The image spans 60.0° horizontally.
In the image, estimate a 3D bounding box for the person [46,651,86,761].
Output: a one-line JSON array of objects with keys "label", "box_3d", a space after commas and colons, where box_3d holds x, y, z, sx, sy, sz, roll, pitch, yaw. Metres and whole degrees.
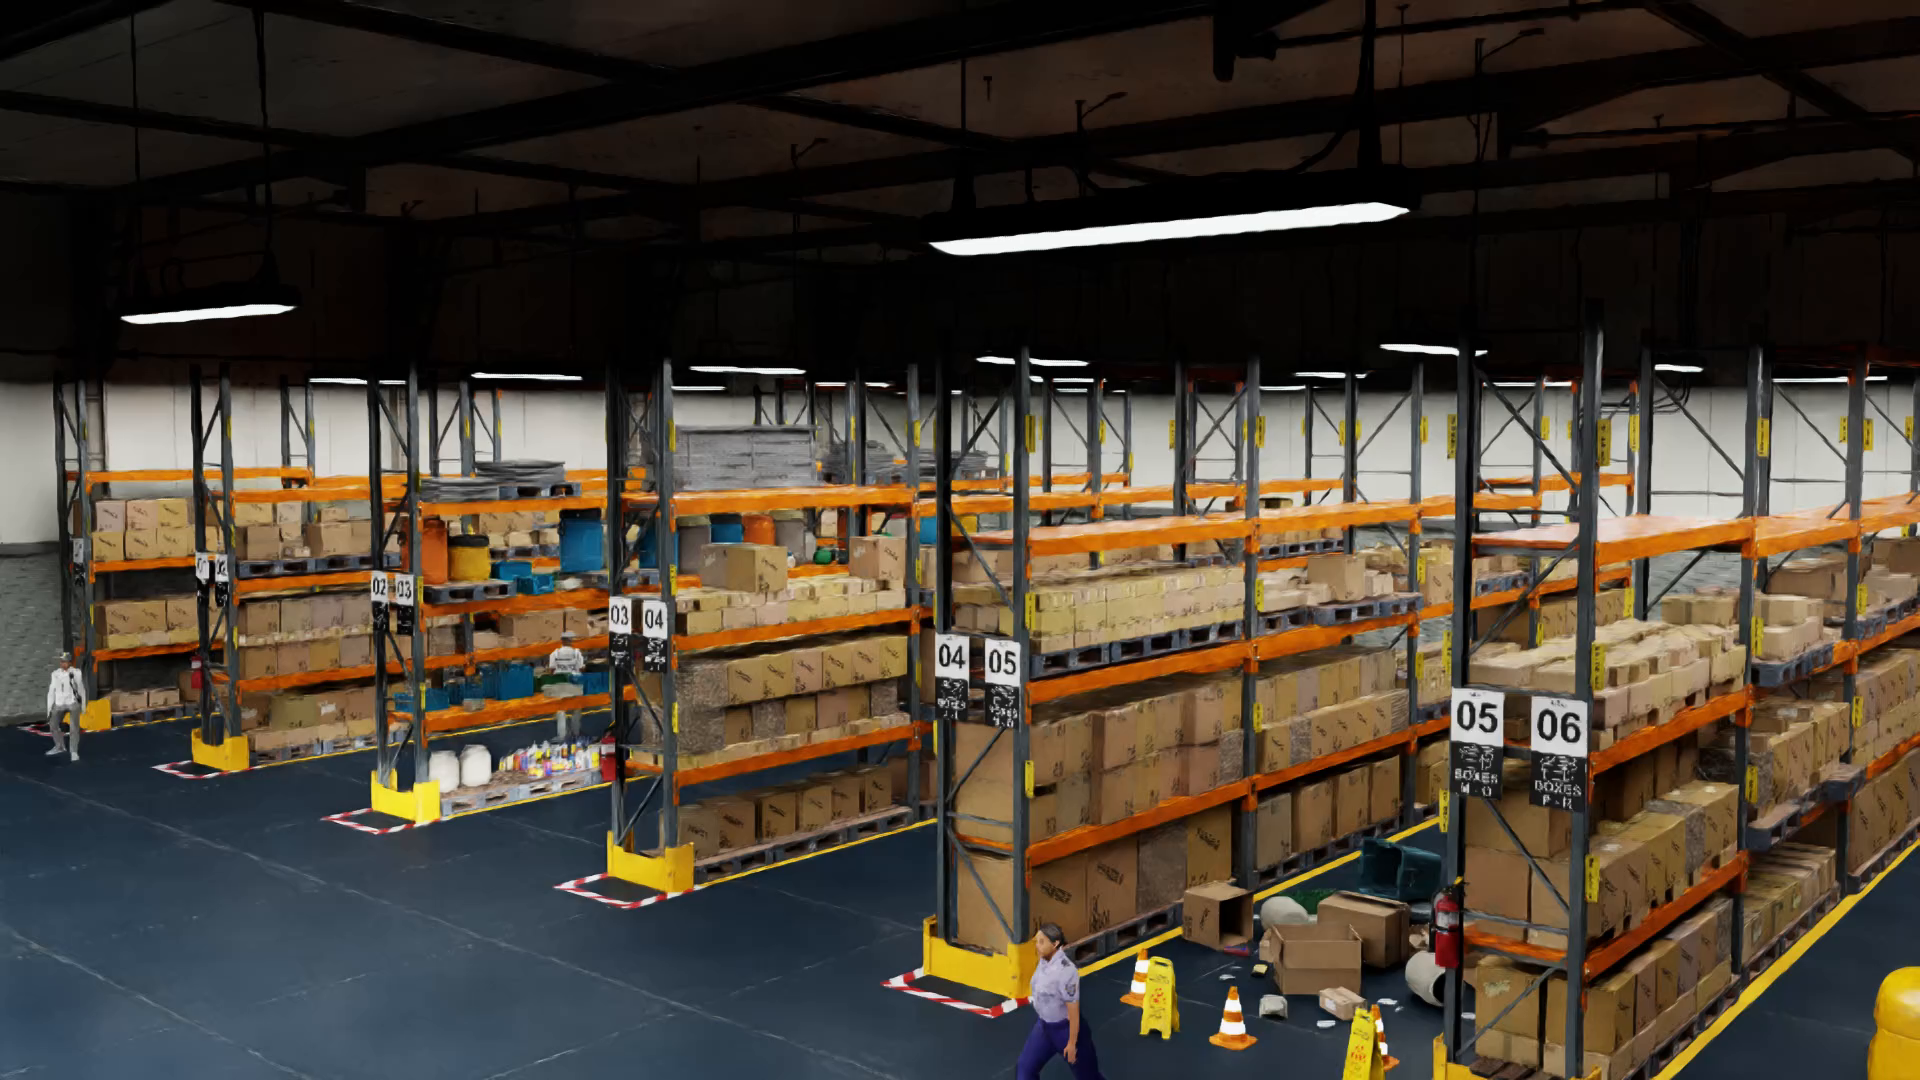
[{"label": "person", "box_3d": [-13.675, 2.512, 25.343, 0.668, 1.665, 0.489, 0, 4, -4]}]

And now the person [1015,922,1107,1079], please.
[{"label": "person", "box_3d": [0.737, 3.518, 11.912, 0.947, 1.576, 0.526, -2, 5, -27]}]

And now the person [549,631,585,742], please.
[{"label": "person", "box_3d": [-6.312, 2.339, 26.804, 0.623, 1.740, 0.555, -2, 4, -22]}]
